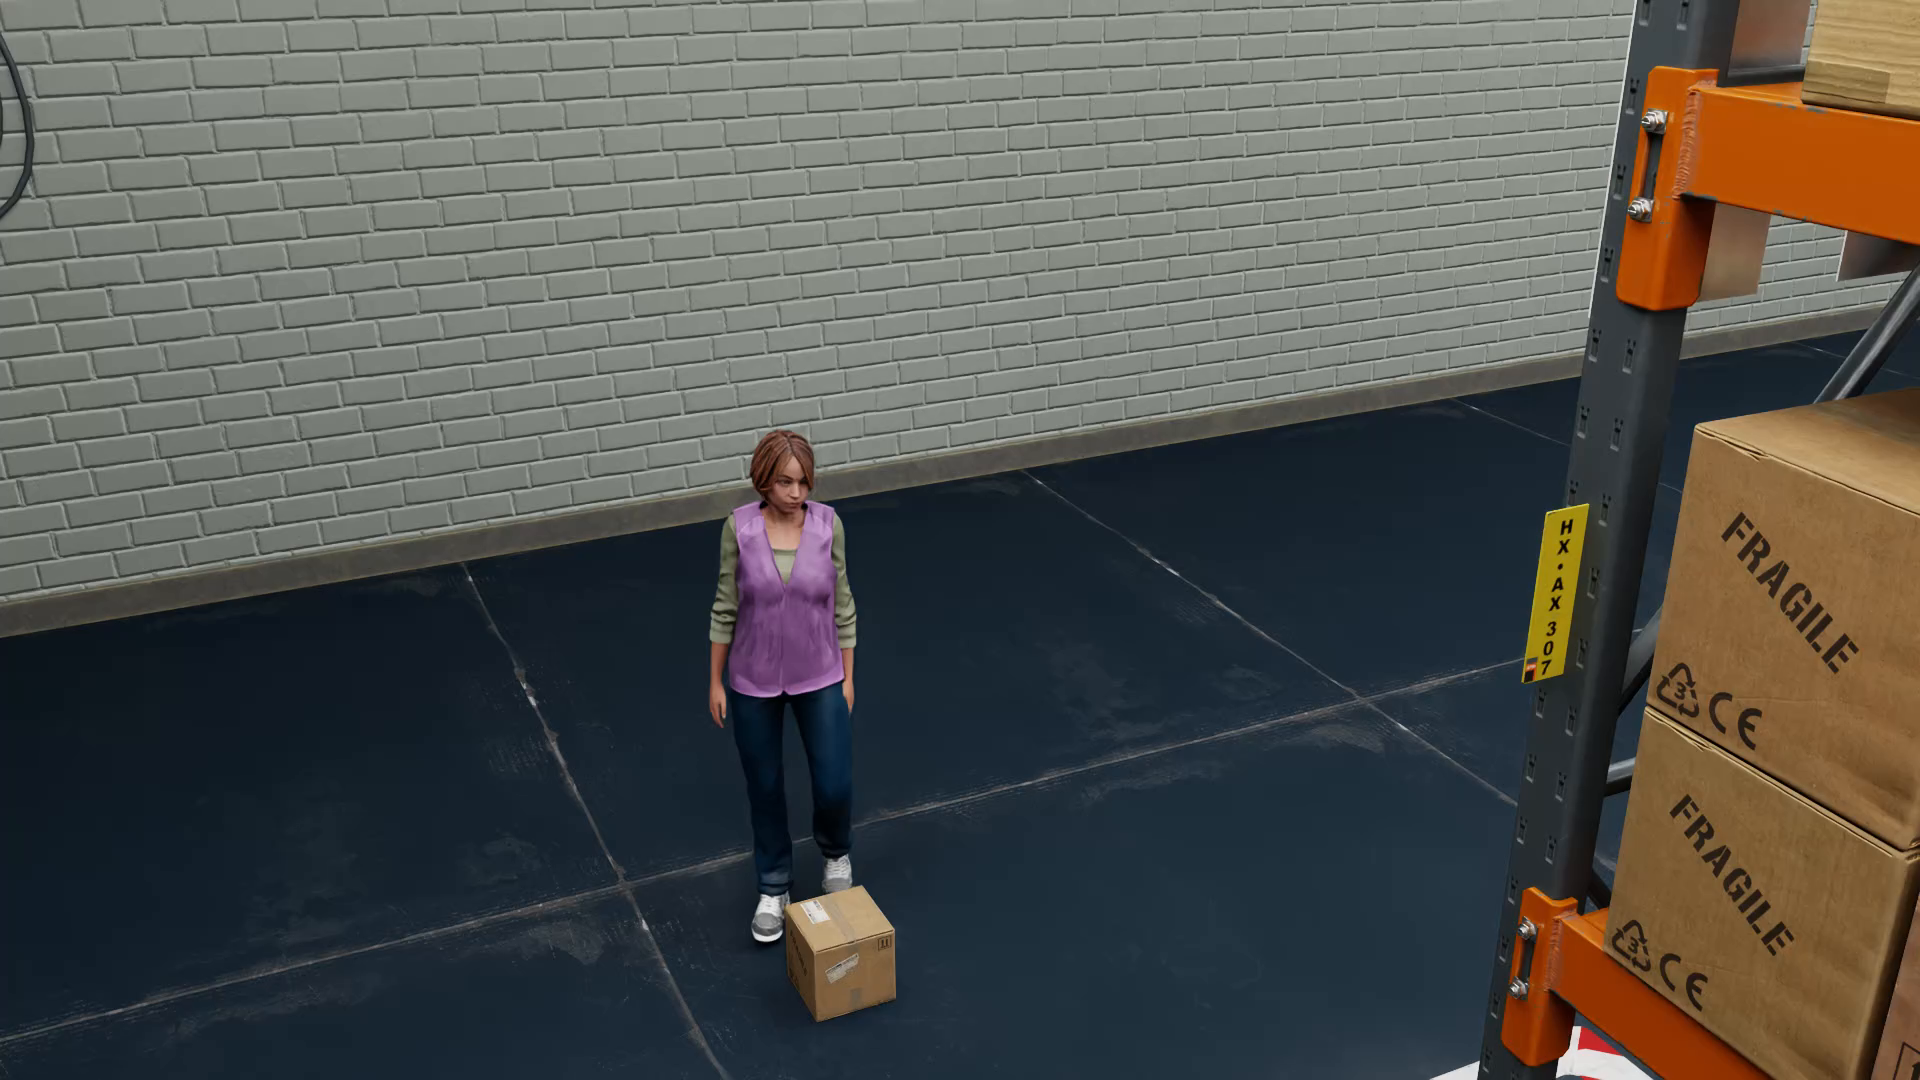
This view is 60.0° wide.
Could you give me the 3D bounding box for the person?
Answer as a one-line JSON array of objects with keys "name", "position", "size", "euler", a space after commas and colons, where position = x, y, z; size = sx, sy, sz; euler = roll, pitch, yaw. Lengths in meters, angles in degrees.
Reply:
[{"name": "person", "position": [-0.532, 0.449, 5.019], "size": [0.452, 1.603, 0.401], "euler": [-2, 23, -4]}]
